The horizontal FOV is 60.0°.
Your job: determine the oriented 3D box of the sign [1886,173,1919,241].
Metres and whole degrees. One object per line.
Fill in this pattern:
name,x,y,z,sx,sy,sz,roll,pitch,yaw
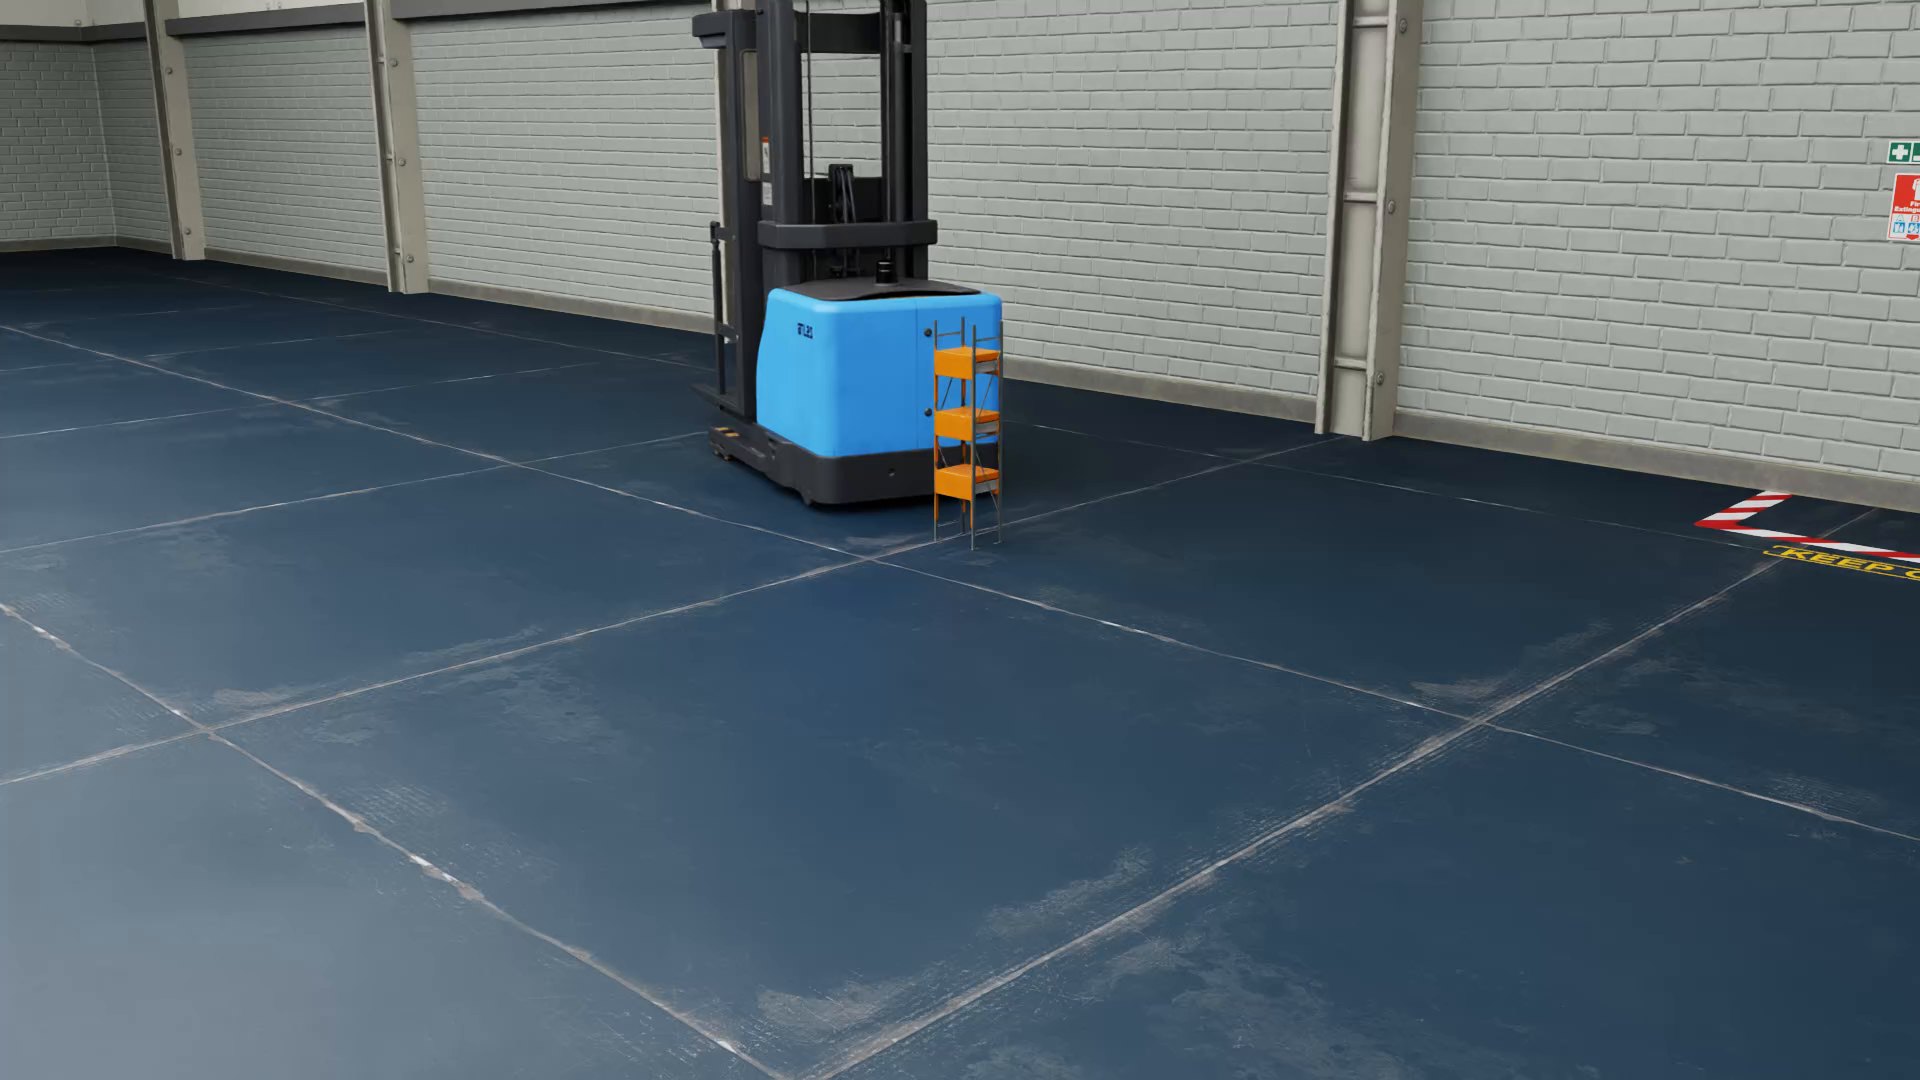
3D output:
sign,4.734,-1.646,8.229,0.234,0.329,0.001,14,20,42

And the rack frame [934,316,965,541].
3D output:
rack frame,-0.049,-0.520,7.846,0.008,1.050,0.200,14,20,42

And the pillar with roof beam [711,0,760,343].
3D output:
pillar with roof beam,-4.813,-5.295,10.408,0.400,9.000,9.100,14,20,42

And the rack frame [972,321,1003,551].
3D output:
rack frame,0.126,-0.477,7.682,0.008,1.050,0.200,14,20,42

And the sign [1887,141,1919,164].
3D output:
sign,4.731,-1.900,8.153,0.331,0.109,0.001,14,20,42

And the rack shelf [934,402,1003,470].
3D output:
rack shelf,0.039,-0.488,7.766,0.240,0.259,0.215,14,20,42

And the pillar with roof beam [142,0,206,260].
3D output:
pillar with roof beam,-13.452,-7.396,18.468,0.400,9.000,9.100,14,20,42

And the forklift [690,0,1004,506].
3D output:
forklift,-0.846,-1.921,9.490,1.130,2.935,3.031,-7,16,-24

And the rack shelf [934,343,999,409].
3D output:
rack shelf,0.039,-0.763,7.695,0.240,0.259,0.215,14,20,42

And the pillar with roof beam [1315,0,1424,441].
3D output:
pillar with roof beam,-0.494,-4.245,6.378,0.400,9.000,9.100,14,20,42

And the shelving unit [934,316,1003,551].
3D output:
shelving unit,0.039,-0.499,7.764,0.252,1.050,0.215,14,20,42

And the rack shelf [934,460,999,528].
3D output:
rack shelf,0.039,-0.219,7.837,0.240,0.259,0.215,14,20,42

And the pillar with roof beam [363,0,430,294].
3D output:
pillar with roof beam,-9.133,-6.346,14.438,0.400,9.000,9.100,14,20,42
